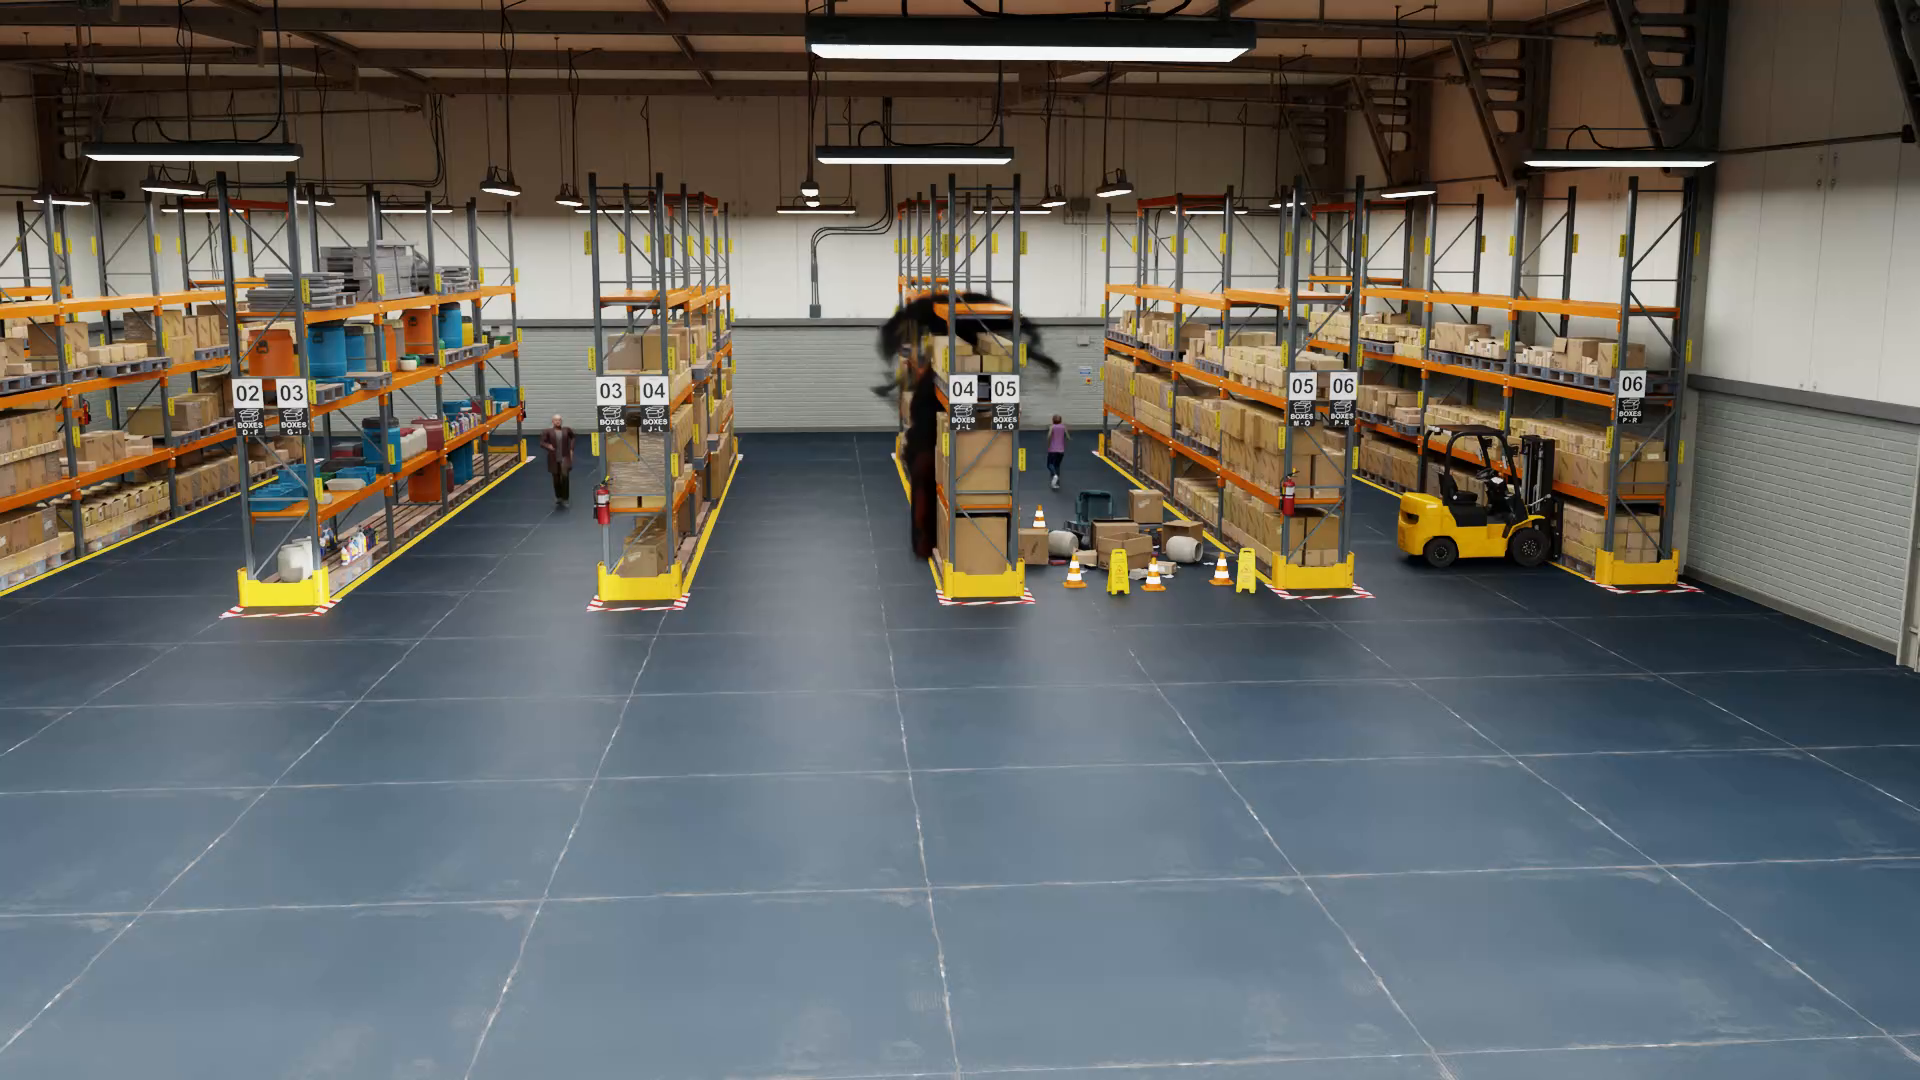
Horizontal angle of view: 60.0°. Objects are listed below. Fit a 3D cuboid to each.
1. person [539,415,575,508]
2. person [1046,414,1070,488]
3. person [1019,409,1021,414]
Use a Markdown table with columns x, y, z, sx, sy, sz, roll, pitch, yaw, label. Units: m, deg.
| x | y | z | sx | sy | sz | roll | pitch | yaw | label |
| --- | --- | --- | --- | --- | --- | --- | --- | --- | --- |
| -7.806 | -1.528 | 32.309 | 0.689 | 1.827 | 0.832 | -2 | 10 | -13 | person |
| 2.022 | -1.849 | 34.707 | 0.553 | 1.567 | 0.534 | -3 | 10 | -16 | person |
| 1.077 | -2.681 | 38.811 | 0.675 | 1.838 | 0.918 | 0 | 10 | 0 | person |
